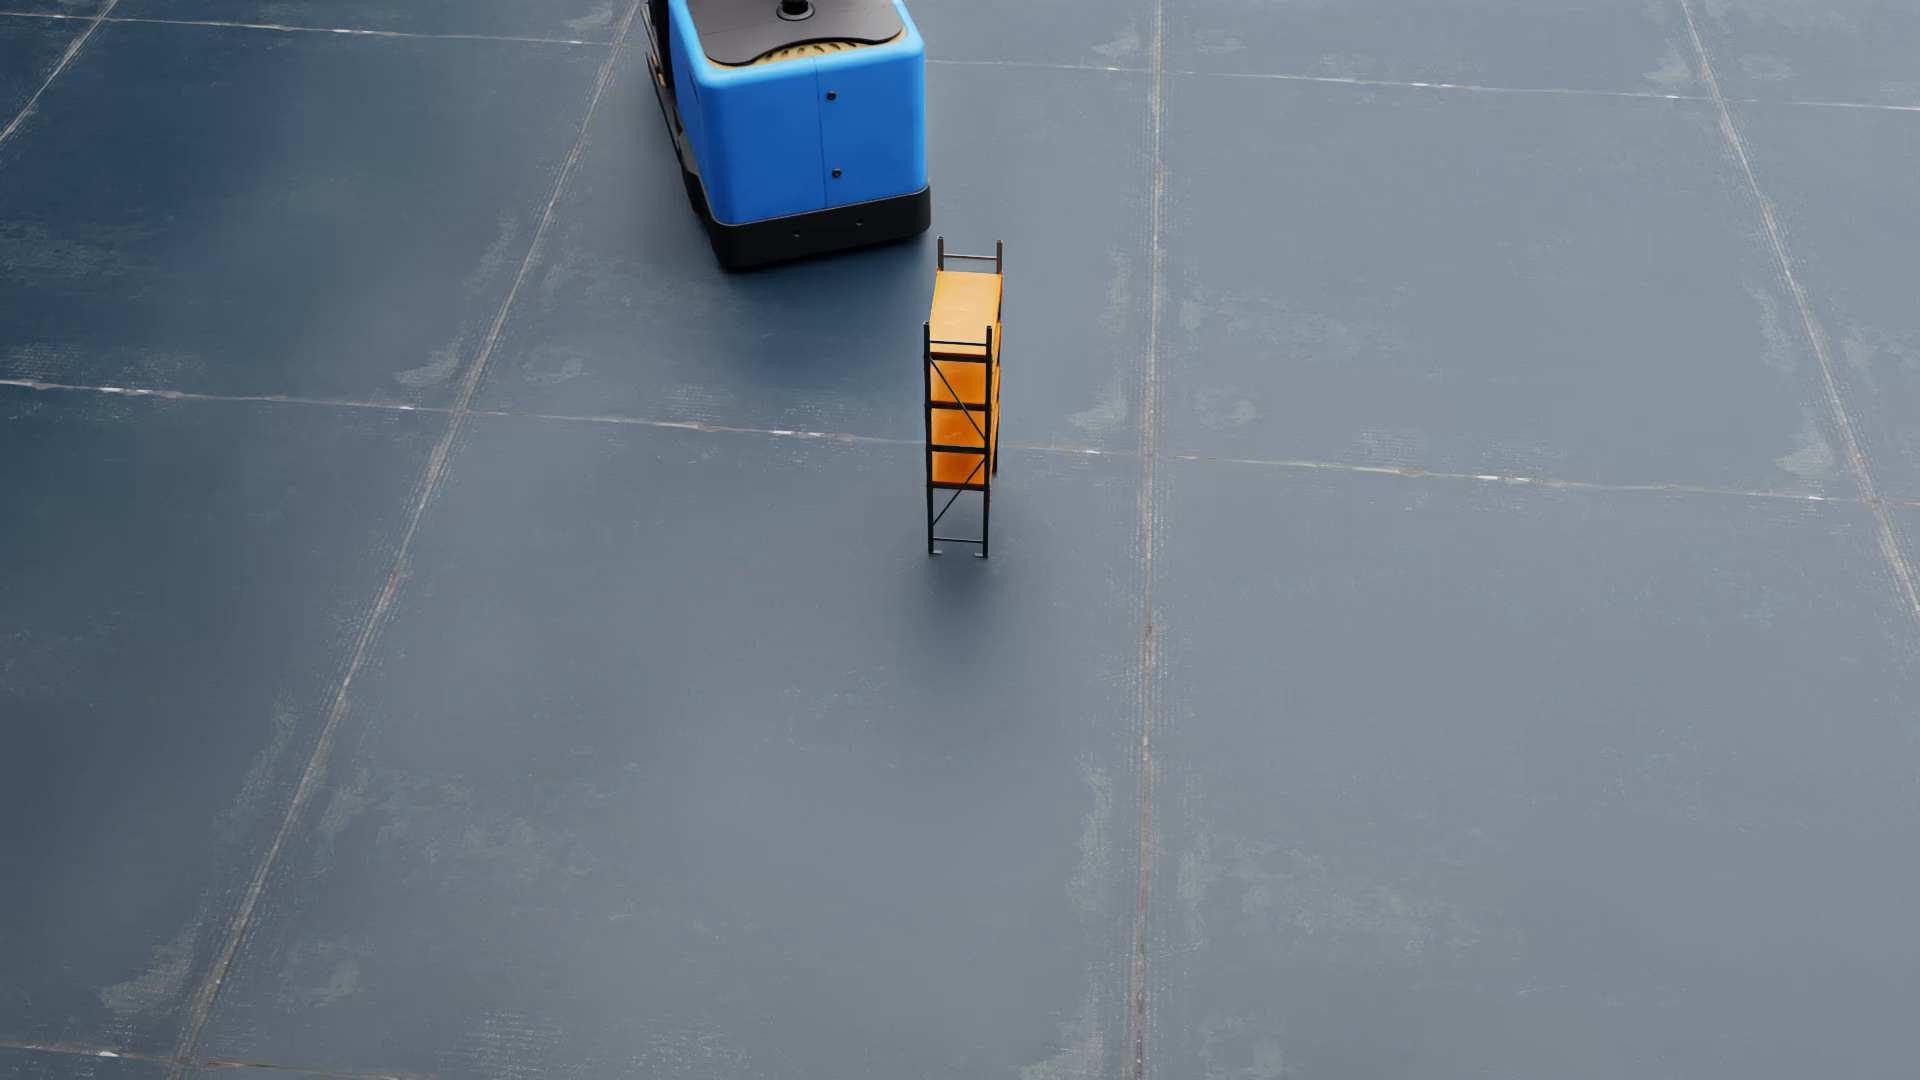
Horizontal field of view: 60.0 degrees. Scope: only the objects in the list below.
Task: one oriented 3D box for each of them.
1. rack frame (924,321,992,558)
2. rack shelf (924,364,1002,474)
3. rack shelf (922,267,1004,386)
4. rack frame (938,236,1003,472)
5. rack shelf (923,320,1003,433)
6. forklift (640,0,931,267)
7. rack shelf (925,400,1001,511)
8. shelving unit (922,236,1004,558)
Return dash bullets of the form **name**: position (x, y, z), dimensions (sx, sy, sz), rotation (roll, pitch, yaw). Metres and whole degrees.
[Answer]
- **rack frame**: position (-0.007, -0.347, 6.255), dimensions (0.240, 1.200, 0.015), rotation (4, 48, 4)
- **rack shelf**: position (0.015, -0.481, 6.468), dimensions (0.258, 0.148, 0.480), rotation (4, 48, 4)
- **rack shelf**: position (0.015, -0.792, 6.129), dimensions (0.258, 0.148, 0.480), rotation (4, 48, 4)
- **rack frame**: position (0.037, -0.706, 6.582), dimensions (0.240, 1.200, 0.015), rotation (4, 48, 4)
- **rack shelf**: position (0.015, -0.632, 6.303), dimensions (0.258, 0.148, 0.480), rotation (4, 48, 4)
- **forklift**: position (-1.055, -3.385, 7.860), dimensions (1.130, 2.935, 3.031), rotation (-13, 49, -11)
- **rack shelf**: position (0.015, -0.347, 6.615), dimensions (0.258, 0.148, 0.480), rotation (4, 48, 4)
- **shelving unit**: position (0.015, -0.527, 6.419), dimensions (0.258, 1.200, 0.503), rotation (4, 48, 4)
